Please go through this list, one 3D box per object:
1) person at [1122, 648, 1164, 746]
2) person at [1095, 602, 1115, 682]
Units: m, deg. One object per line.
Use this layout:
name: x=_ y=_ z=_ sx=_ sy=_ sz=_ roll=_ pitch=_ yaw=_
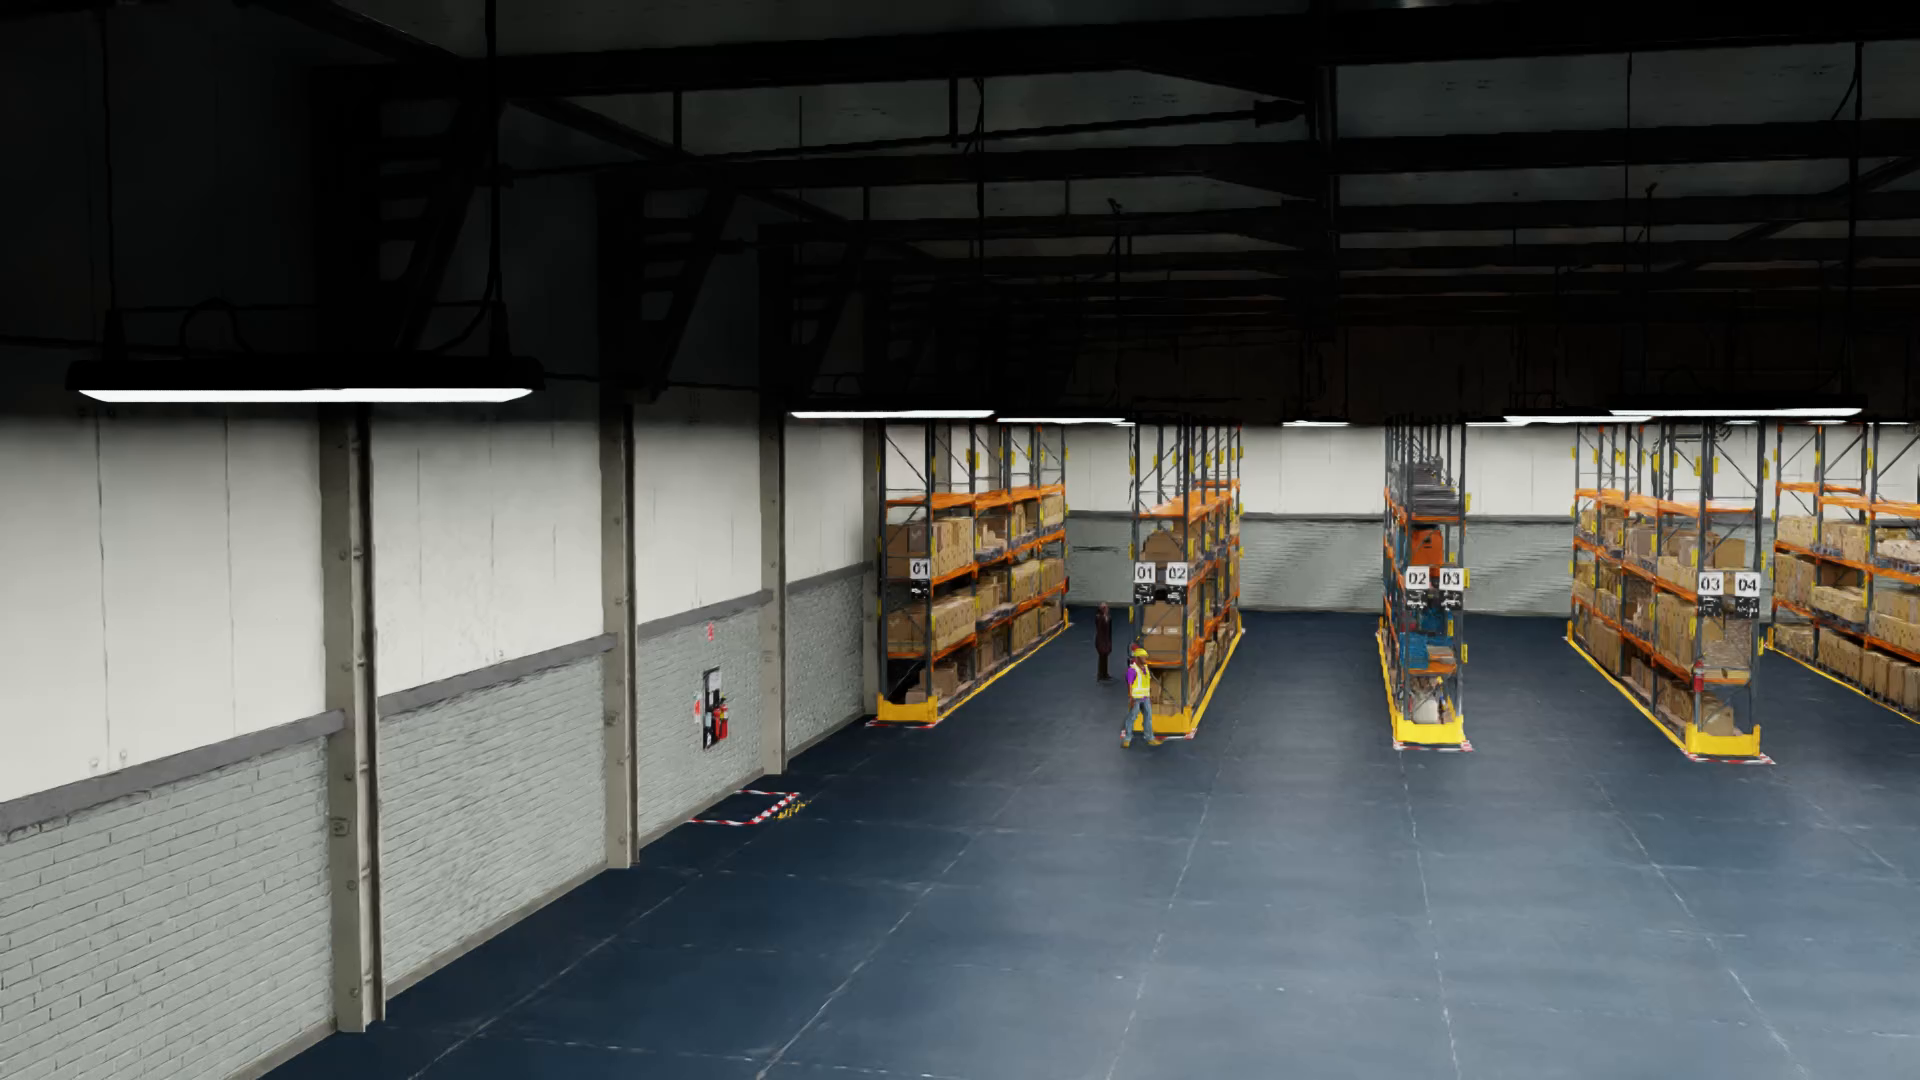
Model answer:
person: x=3.249 y=2.810 z=29.828 sx=0.723 sy=1.758 sz=0.532 roll=-4 pitch=5 yaw=-43
person: x=3.283 y=2.286 z=37.412 sx=0.504 sy=1.788 sz=0.640 roll=-1 pitch=4 yaw=-18
